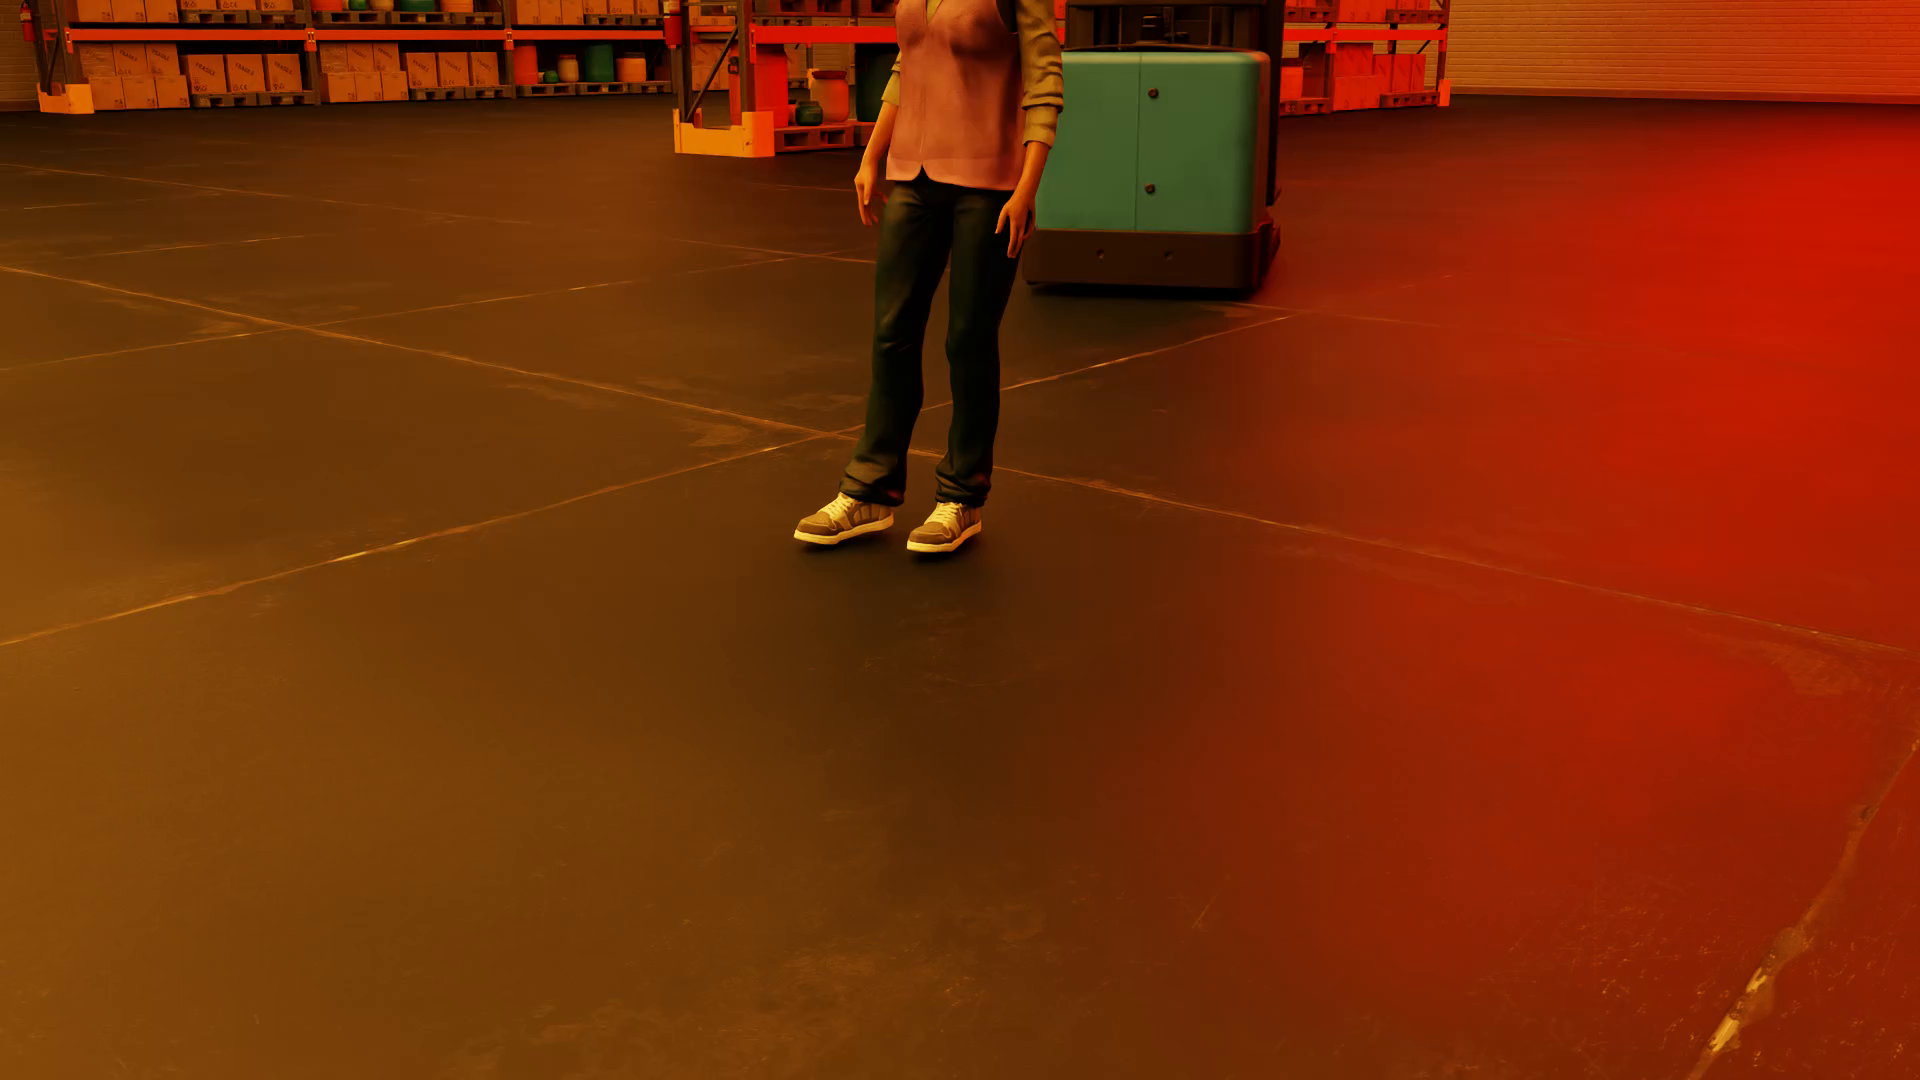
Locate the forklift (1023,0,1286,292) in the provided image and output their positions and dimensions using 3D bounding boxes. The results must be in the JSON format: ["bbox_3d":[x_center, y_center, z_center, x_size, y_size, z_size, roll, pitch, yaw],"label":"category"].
[{"bbox_3d":[1.124,-2.904,8.460,1.130,2.935,3.031,4,17,13],"label":"forklift"}]

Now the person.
[{"bbox_3d":[-0.058,-0.757,3.662,0.520,1.597,0.476,13,21,37],"label":"person"}]
